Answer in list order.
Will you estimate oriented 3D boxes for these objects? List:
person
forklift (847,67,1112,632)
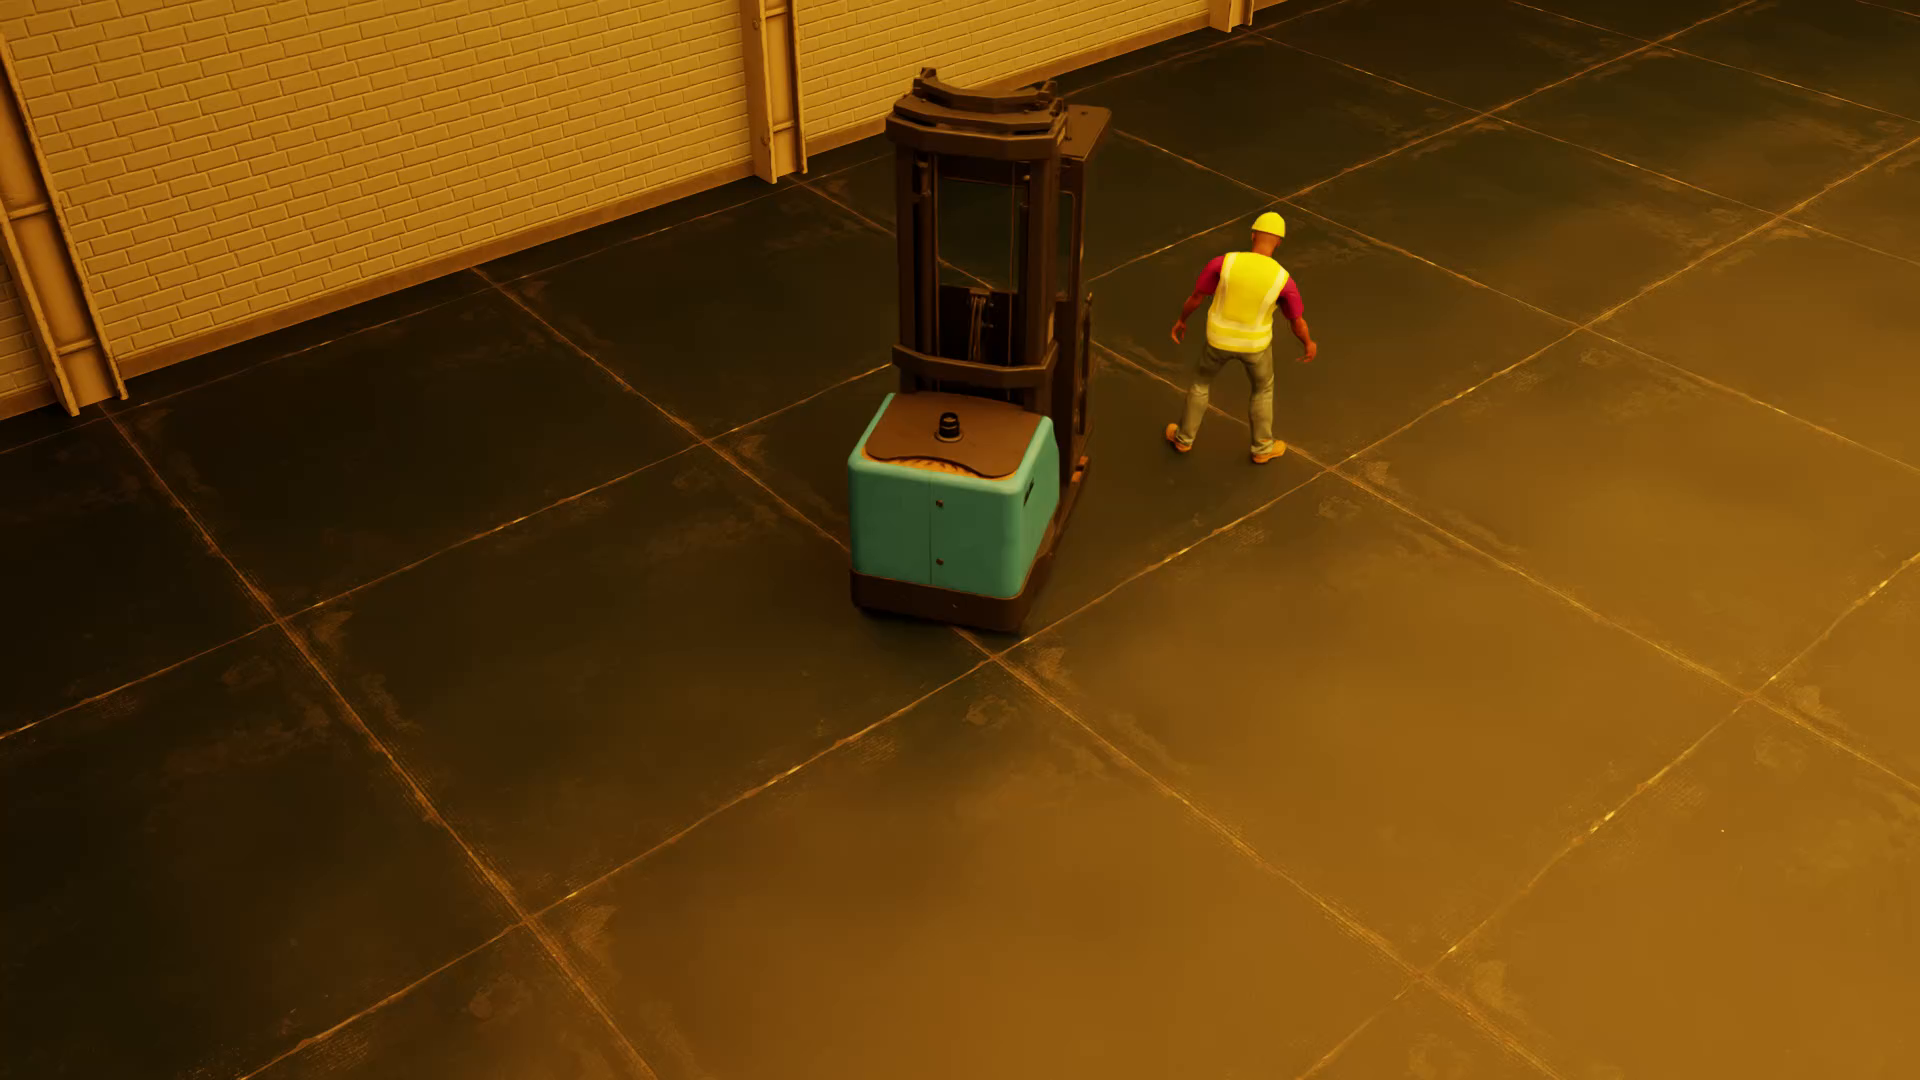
[{"bbox_3d":[1.858,-1.331,10.867,0.934,1.716,0.426,10,38,14],"label":"person"},{"bbox_3d":[0.250,-1.522,10.096,1.130,2.935,3.031,10,37,13],"label":"forklift"}]
